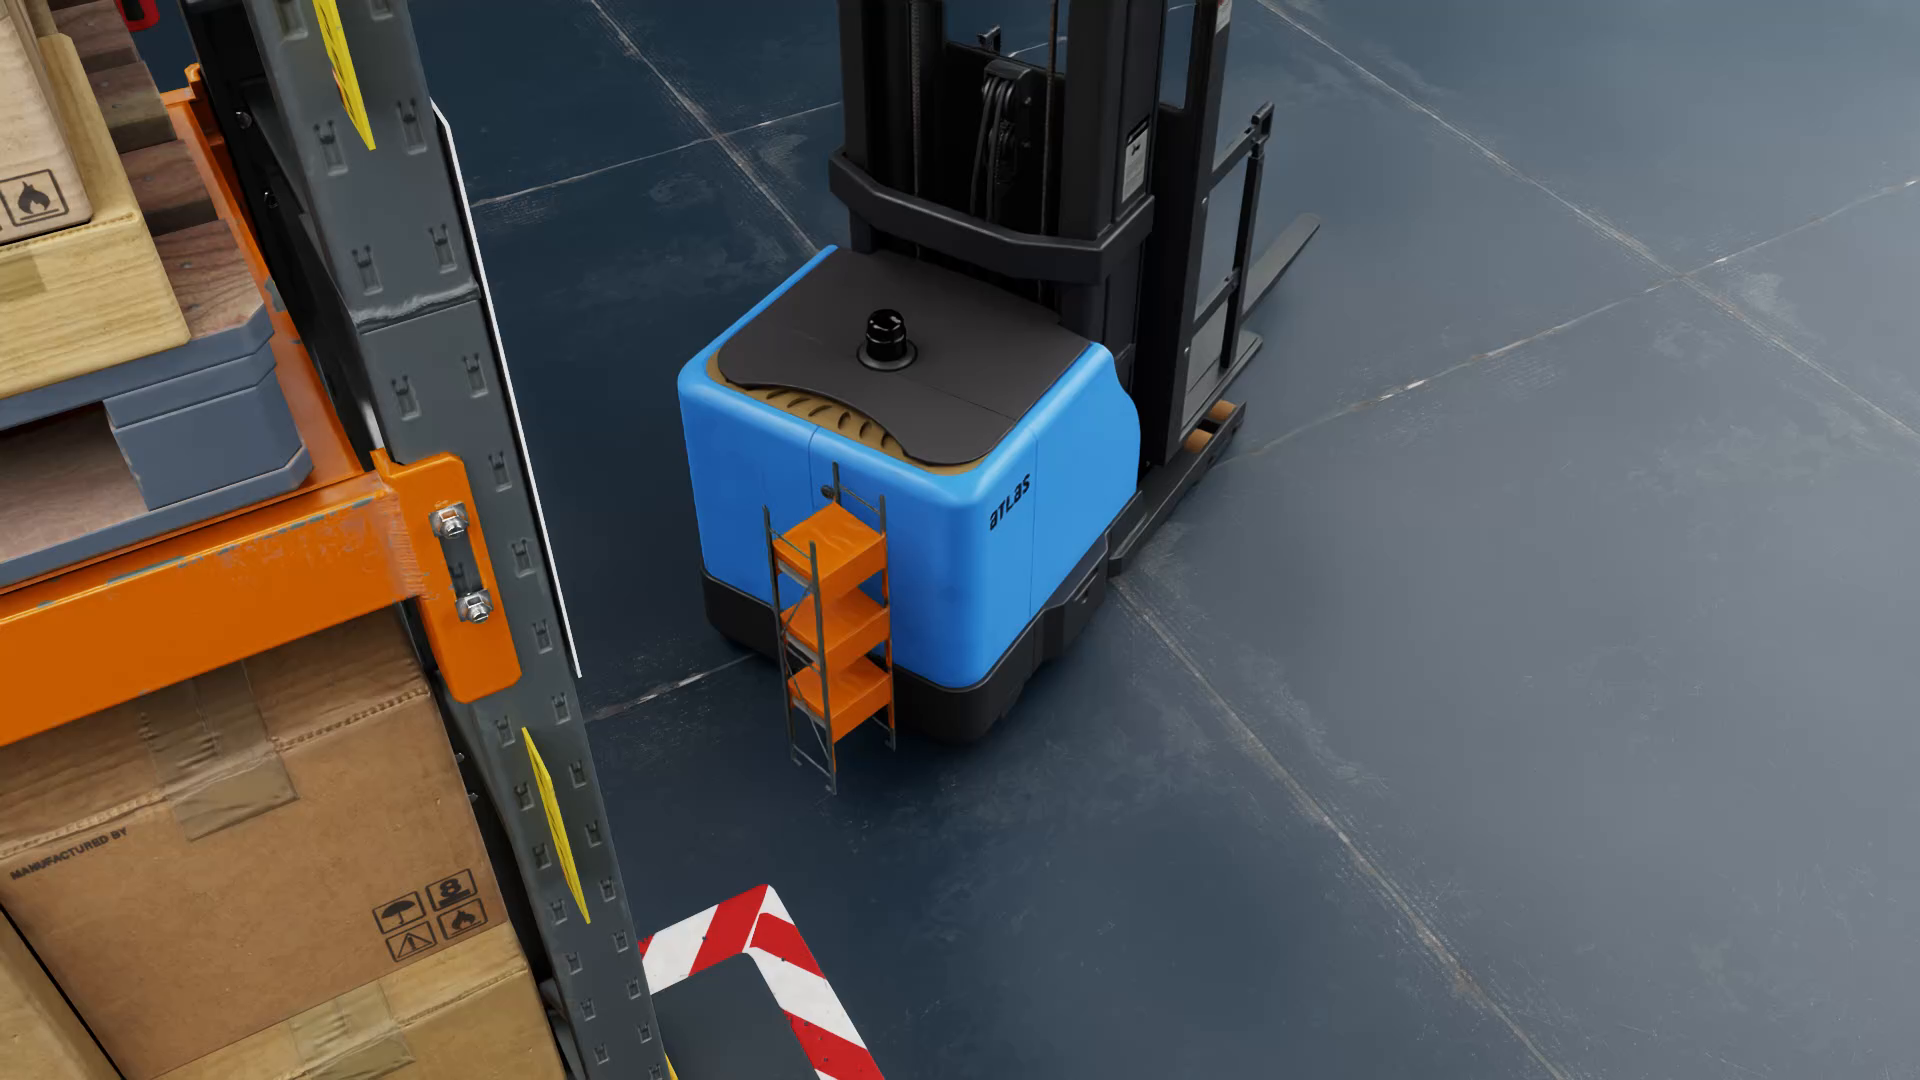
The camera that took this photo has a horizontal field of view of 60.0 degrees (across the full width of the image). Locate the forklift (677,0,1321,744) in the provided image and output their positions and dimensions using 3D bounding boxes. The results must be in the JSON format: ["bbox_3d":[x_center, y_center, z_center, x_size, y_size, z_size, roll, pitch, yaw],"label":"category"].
[{"bbox_3d":[0.386,-1.444,5.134,1.130,2.935,3.031,24,49,22],"label":"forklift"}]

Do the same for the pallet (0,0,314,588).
[{"bbox_3d":[-1.430,-0.231,1.745,1.213,0.211,1.003,-22,48,-21],"label":"pallet"}]

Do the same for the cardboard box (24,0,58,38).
[{"bbox_3d":[-1.249,-0.698,1.969,0.250,0.149,0.380,-21,48,-21],"label":"cardboard box"}]

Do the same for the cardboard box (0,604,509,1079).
[{"bbox_3d":[-1.133,0.213,2.493,0.550,0.550,0.875,-22,48,-21],"label":"cardboard box"}]

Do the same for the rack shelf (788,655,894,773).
[{"bbox_3d":[-0.356,0.483,4.913,0.215,0.259,0.240,35,54,30],"label":"rack shelf"}]

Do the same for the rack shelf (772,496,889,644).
[{"bbox_3d":[-0.356,0.080,4.521,0.215,0.259,0.240,35,54,30],"label":"rack shelf"}]

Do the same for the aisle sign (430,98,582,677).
[{"bbox_3d":[-0.581,-0.227,1.963,0.004,0.787,0.394,-22,48,-21],"label":"aisle sign"}]

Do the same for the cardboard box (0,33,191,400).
[{"bbox_3d":[-0.912,-0.303,1.562,0.250,0.149,0.380,-22,48,-21],"label":"cardboard box"}]

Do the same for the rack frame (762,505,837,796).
[{"bbox_3d":[-0.442,0.336,4.650,0.200,1.050,0.008,35,54,30],"label":"rack frame"}]

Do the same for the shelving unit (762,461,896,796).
[{"bbox_3d":[-0.356,0.276,4.712,0.215,1.050,0.252,35,54,30],"label":"shelving unit"}]

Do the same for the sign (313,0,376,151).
[{"bbox_3d":[-0.534,-0.484,1.362,0.005,0.325,0.100,-22,48,-21],"label":"sign"}]

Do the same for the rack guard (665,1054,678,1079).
[{"bbox_3d":[-0.771,1.438,3.909,0.348,0.500,1.175,-22,48,-21],"label":"rack guard"}]

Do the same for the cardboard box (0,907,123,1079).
[{"bbox_3d":[-1.564,0.460,2.239,0.550,0.550,0.875,-22,48,-21],"label":"cardboard box"}]

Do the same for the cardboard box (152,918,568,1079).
[{"bbox_3d":[-1.091,0.652,2.817,0.550,0.550,0.875,-22,48,-21],"label":"cardboard box"}]

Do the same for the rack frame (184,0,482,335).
[{"bbox_3d":[-0.792,-1.603,0.941,0.127,3.000,1.000,-22,48,-21],"label":"rack frame"}]

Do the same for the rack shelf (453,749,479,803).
[{"bbox_3d":[-2.526,1.502,2.566,4.000,0.370,1.077,-22,48,-21],"label":"rack shelf"}]

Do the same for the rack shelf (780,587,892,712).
[{"bbox_3d":[-0.356,0.284,4.719,0.215,0.259,0.240,35,54,30],"label":"rack shelf"}]

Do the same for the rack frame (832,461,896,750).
[{"bbox_3d":[-0.270,0.216,4.774,0.200,1.050,0.008,35,54,30],"label":"rack frame"}]

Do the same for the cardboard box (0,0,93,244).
[{"bbox_3d":[-1.077,-0.428,1.404,0.500,0.250,0.500,-21,48,-20],"label":"cardboard box"}]

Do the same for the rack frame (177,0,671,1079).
[{"bbox_3d":[-0.792,0.549,3.030,0.127,3.000,1.000,-22,48,-21],"label":"rack frame"}]

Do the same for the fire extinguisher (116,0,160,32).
[{"bbox_3d":[-3.017,-2.138,5.855,0.183,0.674,0.296,-22,48,-21],"label":"fire extinguisher"}]

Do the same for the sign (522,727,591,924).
[{"bbox_3d":[-0.534,0.381,2.202,0.005,0.325,0.100,-22,48,-21],"label":"sign"}]

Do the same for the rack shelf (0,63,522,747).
[{"bbox_3d":[-2.526,0.425,1.521,4.000,0.370,1.077,-22,48,-21],"label":"rack shelf"}]
